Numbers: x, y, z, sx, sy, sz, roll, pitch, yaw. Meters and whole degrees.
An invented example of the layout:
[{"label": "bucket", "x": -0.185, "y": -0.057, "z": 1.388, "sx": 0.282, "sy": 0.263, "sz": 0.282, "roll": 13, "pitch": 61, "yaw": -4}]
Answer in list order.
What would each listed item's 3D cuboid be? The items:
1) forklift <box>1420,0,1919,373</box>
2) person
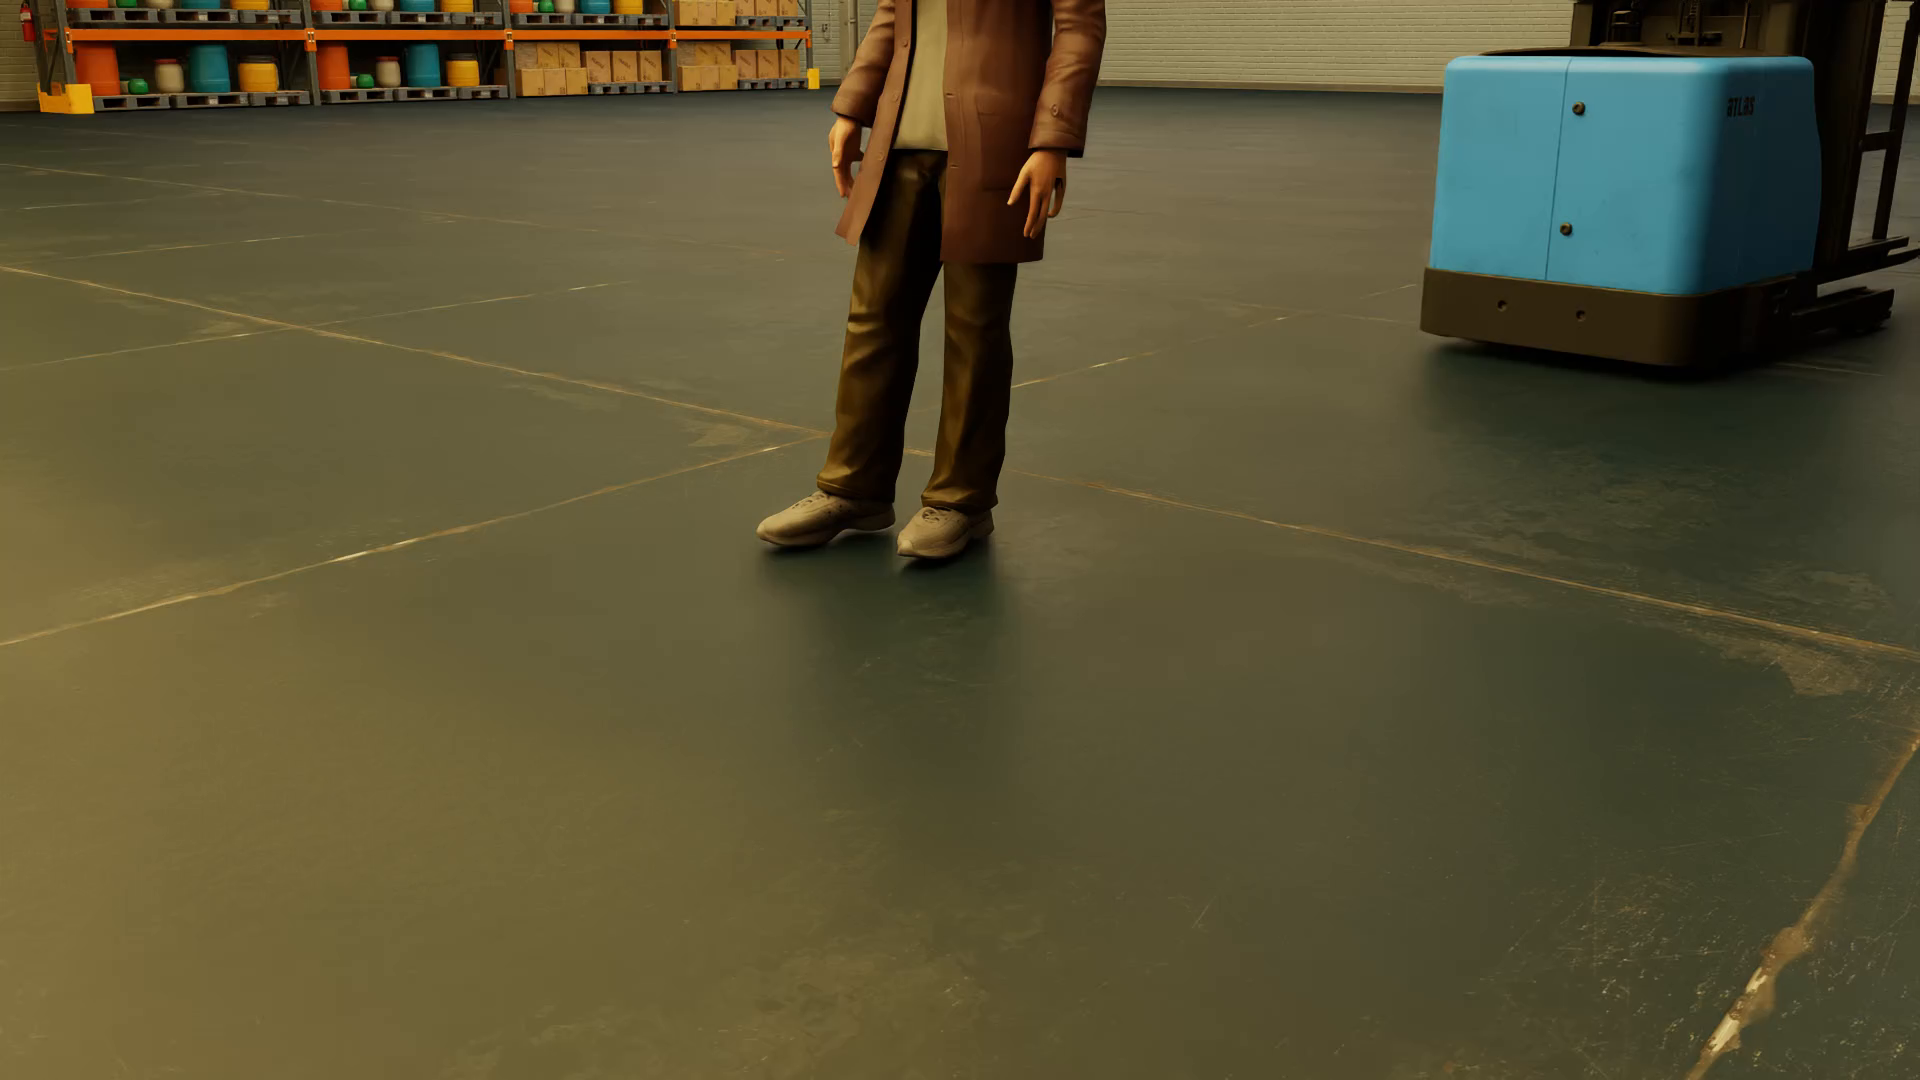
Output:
[{"label": "forklift", "x": 3.166, "y": -2.320, "z": 6.538, "sx": 3.031, "sy": 2.935, "sz": 1.130, "roll": -15, "pitch": 23, "yaw": -41}, {"label": "person", "x": -0.062, "y": -0.838, "z": 3.618, "sx": 0.696, "sy": 1.776, "sz": 0.582, "roll": 13, "pitch": 21, "yaw": 37}]
